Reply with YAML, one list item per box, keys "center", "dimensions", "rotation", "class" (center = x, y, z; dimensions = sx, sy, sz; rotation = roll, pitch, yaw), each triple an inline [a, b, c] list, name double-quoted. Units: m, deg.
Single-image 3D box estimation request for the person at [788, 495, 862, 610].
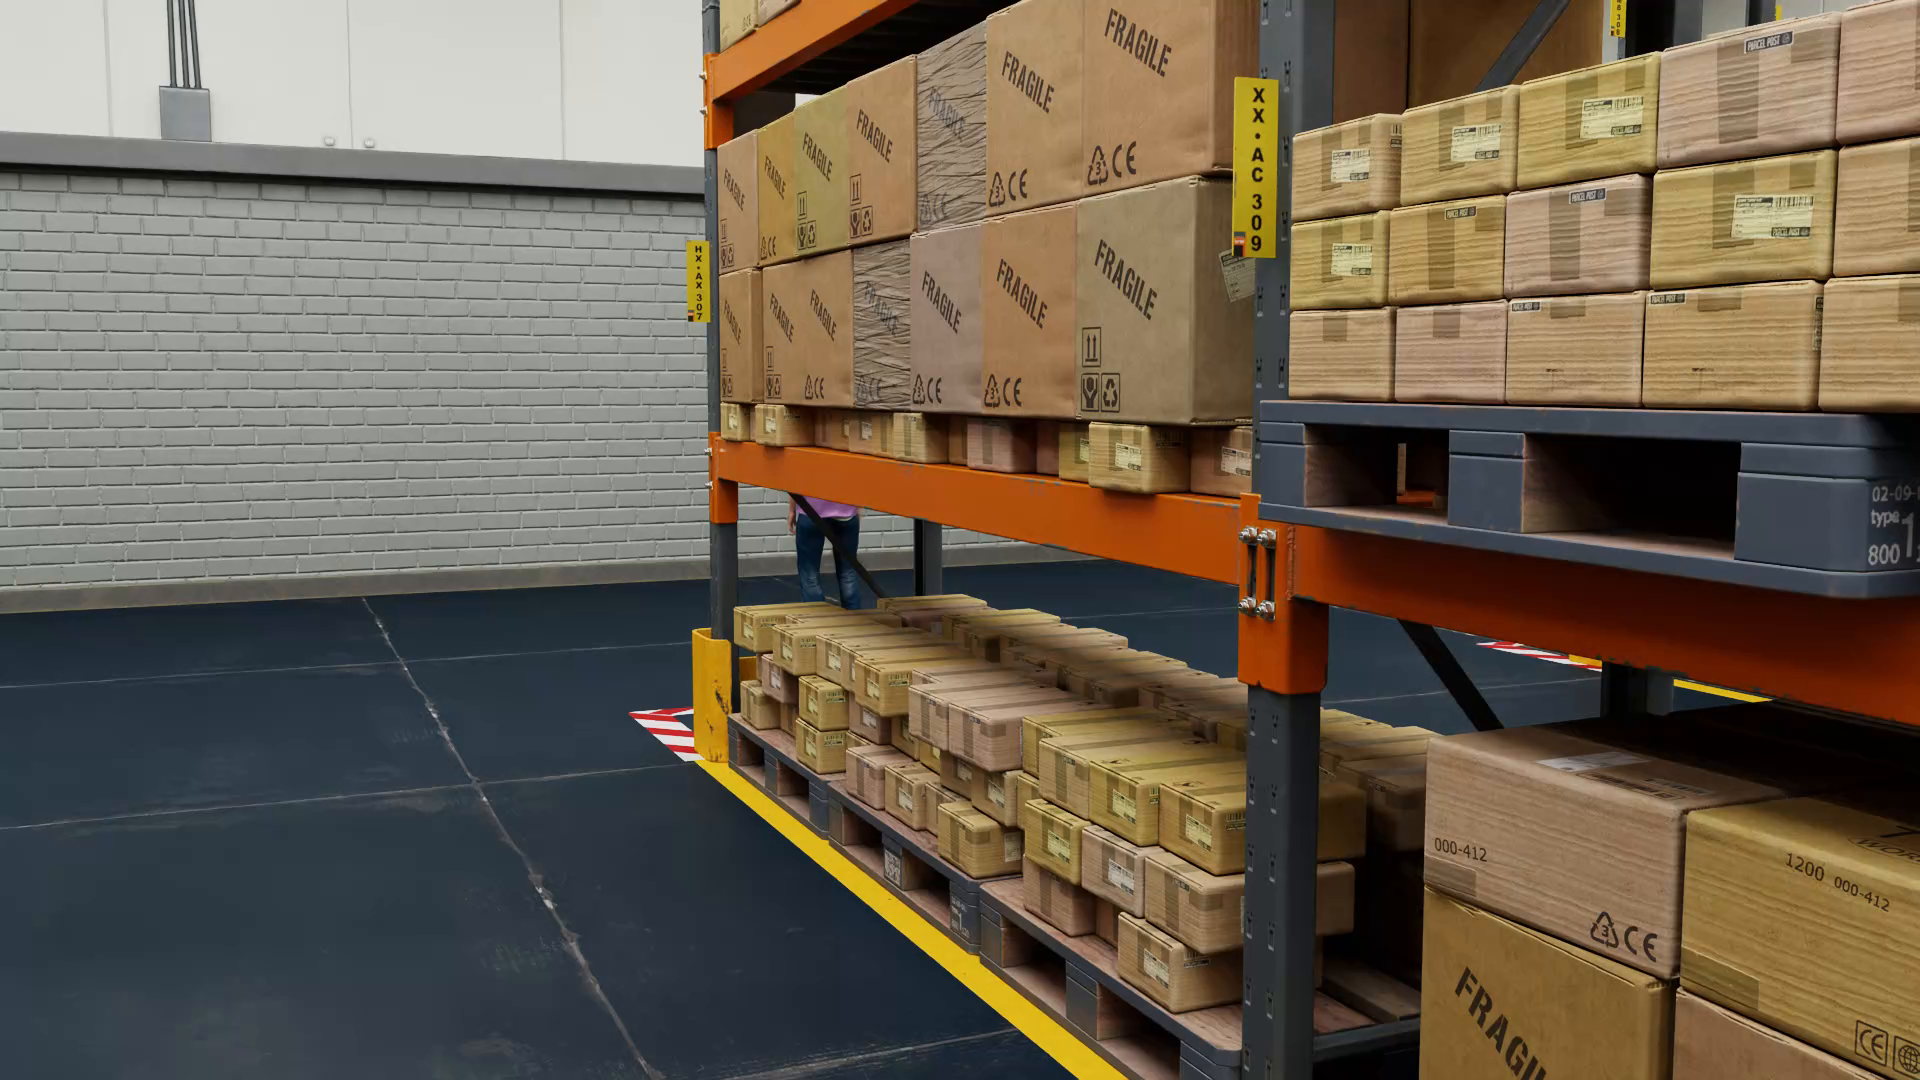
- center: [-0.737, -0.144, 9.201]
  dimensions: [0.469, 1.590, 0.348]
  rotation: [-3, 6, -26]
  class: "person"
